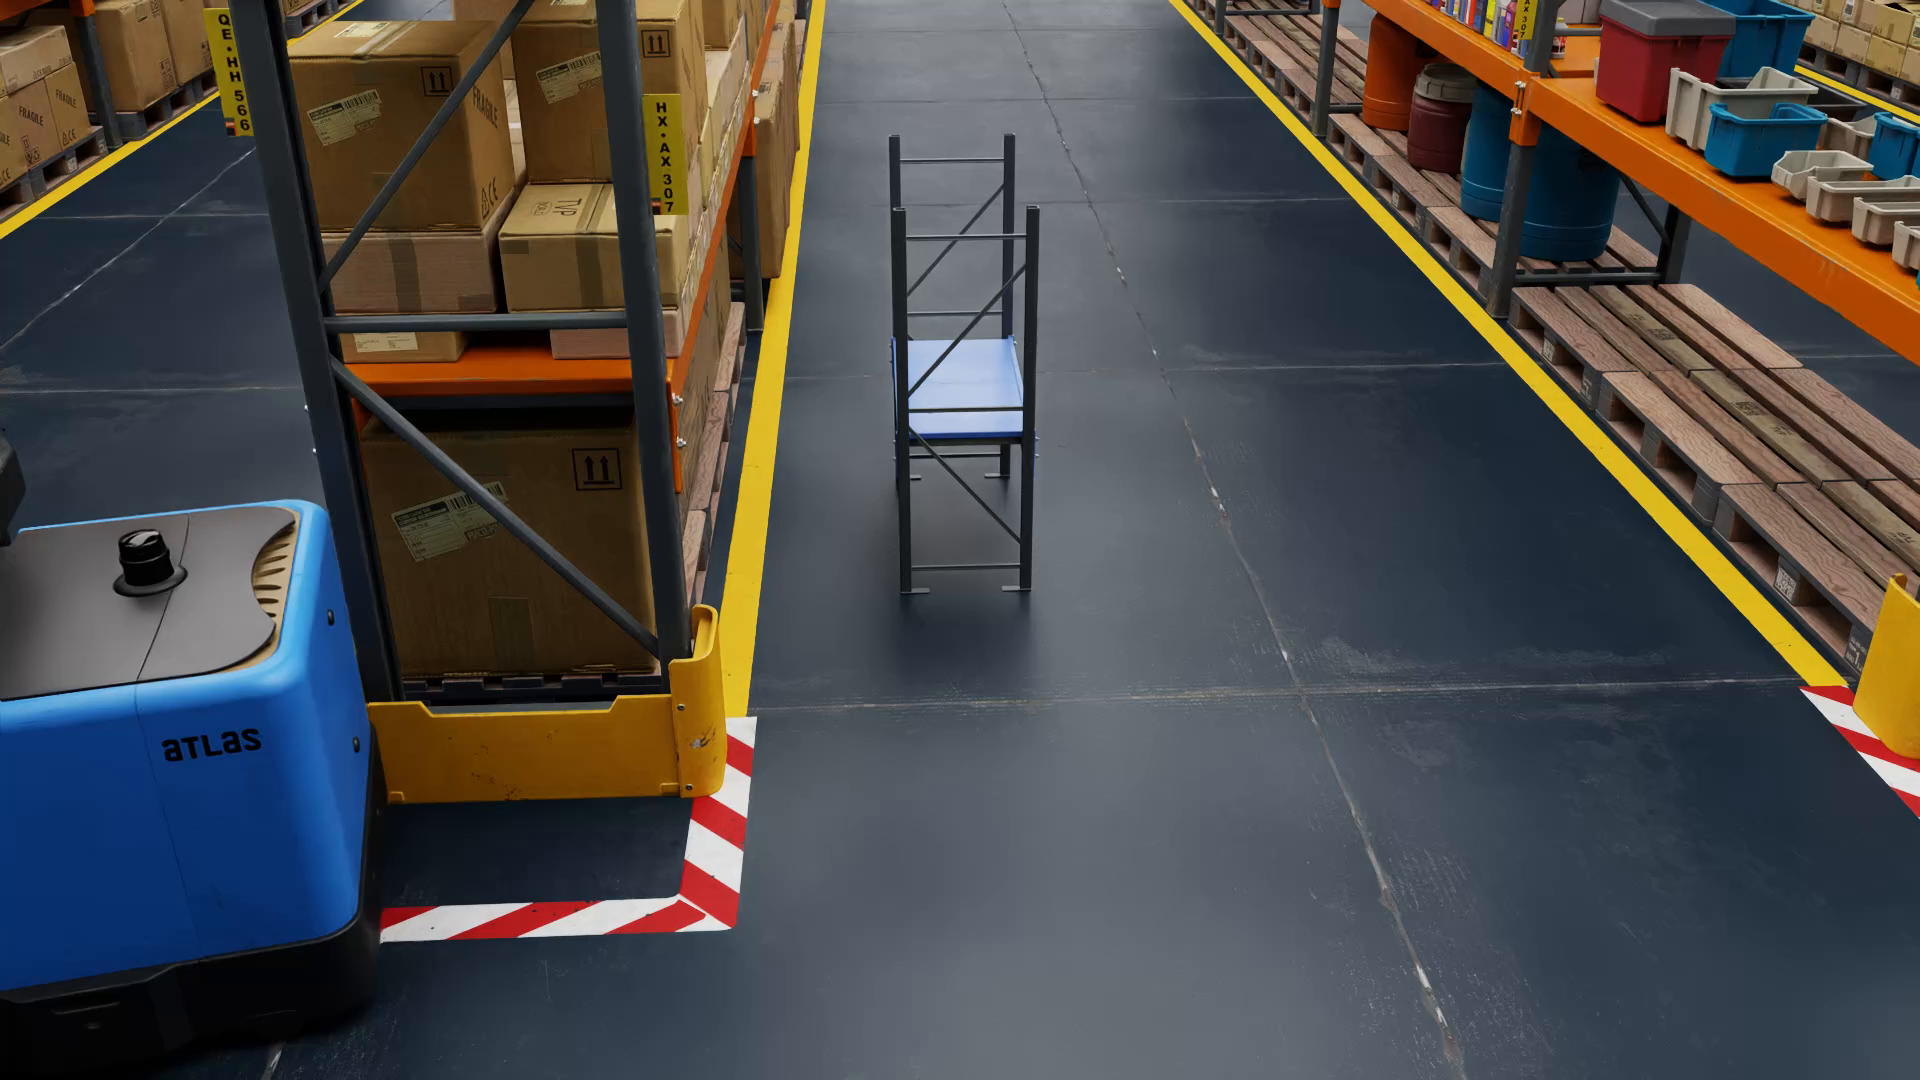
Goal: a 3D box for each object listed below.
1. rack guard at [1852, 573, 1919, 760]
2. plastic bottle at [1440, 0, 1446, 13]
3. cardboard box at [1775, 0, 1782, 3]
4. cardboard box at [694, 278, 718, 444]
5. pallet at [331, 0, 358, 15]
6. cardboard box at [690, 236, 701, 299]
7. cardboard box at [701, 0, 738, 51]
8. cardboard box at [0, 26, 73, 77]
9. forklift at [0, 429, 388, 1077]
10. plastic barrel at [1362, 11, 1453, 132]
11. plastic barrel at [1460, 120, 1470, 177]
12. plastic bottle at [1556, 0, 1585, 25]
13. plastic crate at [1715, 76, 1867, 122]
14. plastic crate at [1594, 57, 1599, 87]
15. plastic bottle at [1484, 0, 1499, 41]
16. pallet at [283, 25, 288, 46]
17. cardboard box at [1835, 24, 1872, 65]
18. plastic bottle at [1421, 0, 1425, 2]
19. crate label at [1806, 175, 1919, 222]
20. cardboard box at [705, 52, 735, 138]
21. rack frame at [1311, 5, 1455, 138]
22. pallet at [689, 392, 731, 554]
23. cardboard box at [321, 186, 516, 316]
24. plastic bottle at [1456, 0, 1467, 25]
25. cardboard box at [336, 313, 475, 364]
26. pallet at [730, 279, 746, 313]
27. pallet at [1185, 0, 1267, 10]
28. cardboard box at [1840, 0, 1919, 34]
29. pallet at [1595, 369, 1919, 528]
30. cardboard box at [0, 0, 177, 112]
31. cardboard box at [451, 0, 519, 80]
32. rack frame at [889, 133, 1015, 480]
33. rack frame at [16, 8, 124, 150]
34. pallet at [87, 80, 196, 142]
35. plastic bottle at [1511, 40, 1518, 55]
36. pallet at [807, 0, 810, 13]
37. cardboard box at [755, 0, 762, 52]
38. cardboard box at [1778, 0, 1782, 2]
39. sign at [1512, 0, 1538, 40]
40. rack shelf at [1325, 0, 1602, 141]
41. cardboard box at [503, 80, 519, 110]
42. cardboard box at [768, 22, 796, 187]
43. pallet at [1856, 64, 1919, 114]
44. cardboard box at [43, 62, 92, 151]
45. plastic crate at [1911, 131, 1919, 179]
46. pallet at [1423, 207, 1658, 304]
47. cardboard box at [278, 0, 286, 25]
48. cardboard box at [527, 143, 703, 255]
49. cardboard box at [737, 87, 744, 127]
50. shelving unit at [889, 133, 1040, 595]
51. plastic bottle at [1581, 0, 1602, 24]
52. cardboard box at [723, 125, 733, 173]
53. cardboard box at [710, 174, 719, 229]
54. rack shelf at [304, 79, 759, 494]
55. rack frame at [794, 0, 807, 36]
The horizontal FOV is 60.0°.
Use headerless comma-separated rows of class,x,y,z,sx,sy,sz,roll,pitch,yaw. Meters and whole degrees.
rack guard,3.618,0.398,5.447,1.175,0.500,0.348,-1,28,-3
plastic bottle,2.953,-3.279,10.007,0.097,0.201,0.097,0,28,0
cardboard box,7.723,-4.920,15.458,0.500,0.250,0.500,-1,28,-1
cardboard box,-1.550,-0.971,7.211,0.875,0.875,0.875,-1,28,-3
pallet,-6.956,-5.752,17.550,1.003,0.211,1.213,-1,28,-3
cardboard box,-1.060,-0.899,5.502,0.380,0.149,0.250,-2,28,-4
cardboard box,-1.239,-2.410,7.156,0.500,0.500,0.500,-1,28,-2
cardboard box,-6.421,-3.324,11.318,0.500,0.250,0.500,-2,28,-4
forklift,-3.104,-0.083,3.740,3.031,2.935,1.130,-7,28,-13
plastic barrel,3.228,-3.414,11.946,0.600,0.830,0.708,-1,28,-3
plastic barrel,3.406,-2.493,10.523,0.421,0.512,0.421,0,28,0
plastic bottle,3.551,-3.161,9.700,0.152,0.276,0.135,-1,28,-3
plastic crate,3.721,-1.963,7.503,0.437,0.125,0.590,-1,28,-3
plastic crate,3.276,-2.260,8.060,0.396,0.136,0.243,-1,28,-3
plastic bottle,3.020,-2.963,9.242,0.144,0.351,0.185,-1,28,-3
pallet,-6.812,-4.480,15.111,1.003,0.211,1.213,-1,28,-3
cardboard box,7.808,-4.208,14.094,0.500,0.250,0.500,-1,28,-1
plastic bottle,2.958,-3.513,10.376,0.152,0.276,0.135,-1,28,-3
crate label,3.340,-1.266,6.153,0.396,0.136,0.243,-1,28,-3
cardboard box,-1.210,-1.842,6.879,0.500,0.250,0.500,-1,28,-2
rack frame,3.186,-4.416,11.973,1.000,3.000,0.127,-1,28,-3
pallet,-1.523,-0.295,7.087,1.003,0.211,1.213,-1,28,-3
cardboard box,-1.633,-0.885,5.043,0.500,0.250,0.500,-2,28,-3
plastic bottle,2.999,-3.152,9.683,0.152,0.276,0.135,-1,28,-3
cardboard box,-1.690,-0.647,5.019,0.380,0.149,0.250,-1,28,-2
pallet,-1.667,-1.567,9.527,1.003,0.211,1.213,-1,28,-3
pallet,2.917,-5.903,17.839,1.003,0.211,1.213,-1,28,-3
cardboard box,7.802,-4.459,13.968,0.500,0.311,0.500,-2,28,-3
pallet,3.538,-0.429,7.344,1.003,0.211,1.213,-1,28,-3
cardboard box,-6.661,-3.695,12.570,1.050,0.750,0.750,-2,28,-3
cardboard box,-1.732,-2.152,6.662,0.500,0.500,0.500,-2,28,-4
rack frame,-0.031,-0.939,6.929,0.500,1.500,0.032,-1,28,-3
rack frame,-6.719,-4.223,11.604,1.000,3.000,0.127,-1,28,-3
pallet,-6.685,-3.353,12.950,1.003,0.211,1.213,-1,28,-3
plastic bottle,3.018,-2.708,8.913,0.097,0.201,0.097,0,28,0
pallet,-2.106,-5.781,17.606,1.003,0.211,1.213,-1,28,-3
cardboard box,-1.353,-2.944,9.043,0.500,0.500,0.500,-1,28,-3
cardboard box,7.717,-5.169,15.329,0.500,0.311,0.500,-2,28,-3
sign,2.845,-2.679,8.344,0.100,0.325,0.005,-1,28,-3
rack shelf,3.290,-3.173,10.369,1.077,0.370,4.000,-1,28,-3
cardboard box,-1.717,-1.594,6.404,0.500,0.250,0.500,-1,28,-3
cardboard box,-1.706,-2.809,10.737,1.225,0.875,0.875,-1,28,-2
pallet,8.128,-3.679,13.575,1.003,0.211,1.213,-1,28,-3
cardboard box,-6.424,-3.004,11.514,0.500,0.500,0.500,-2,28,-3
plastic crate,3.851,-1.404,6.314,0.416,0.233,0.300,-1,28,-3
pallet,3.396,-1.690,9.761,1.003,0.211,1.213,-1,28,-3
cardboard box,-6.806,-4.975,15.023,1.050,0.750,0.750,-2,28,-3
cardboard box,-1.132,-1.135,5.524,0.500,0.250,0.500,-2,28,-3
cardboard box,-1.182,-1.967,7.550,0.380,0.149,0.250,-2,28,-4
shelving unit,-0.004,-0.704,6.479,0.538,1.500,1.048,-1,28,-3
plastic bottle,3.702,-3.164,9.707,0.152,0.276,0.135,-1,28,-3
cardboard box,-1.141,-1.611,6.868,0.380,0.149,0.250,-2,28,-3
cardboard box,-1.101,-1.256,6.186,0.380,0.149,0.250,-2,28,-3
rack shelf,-1.447,-1.207,6.598,1.077,0.370,4.000,-1,28,-3
rack frame,-1.969,-6.144,15.286,1.000,3.000,0.127,-1,28,-3
